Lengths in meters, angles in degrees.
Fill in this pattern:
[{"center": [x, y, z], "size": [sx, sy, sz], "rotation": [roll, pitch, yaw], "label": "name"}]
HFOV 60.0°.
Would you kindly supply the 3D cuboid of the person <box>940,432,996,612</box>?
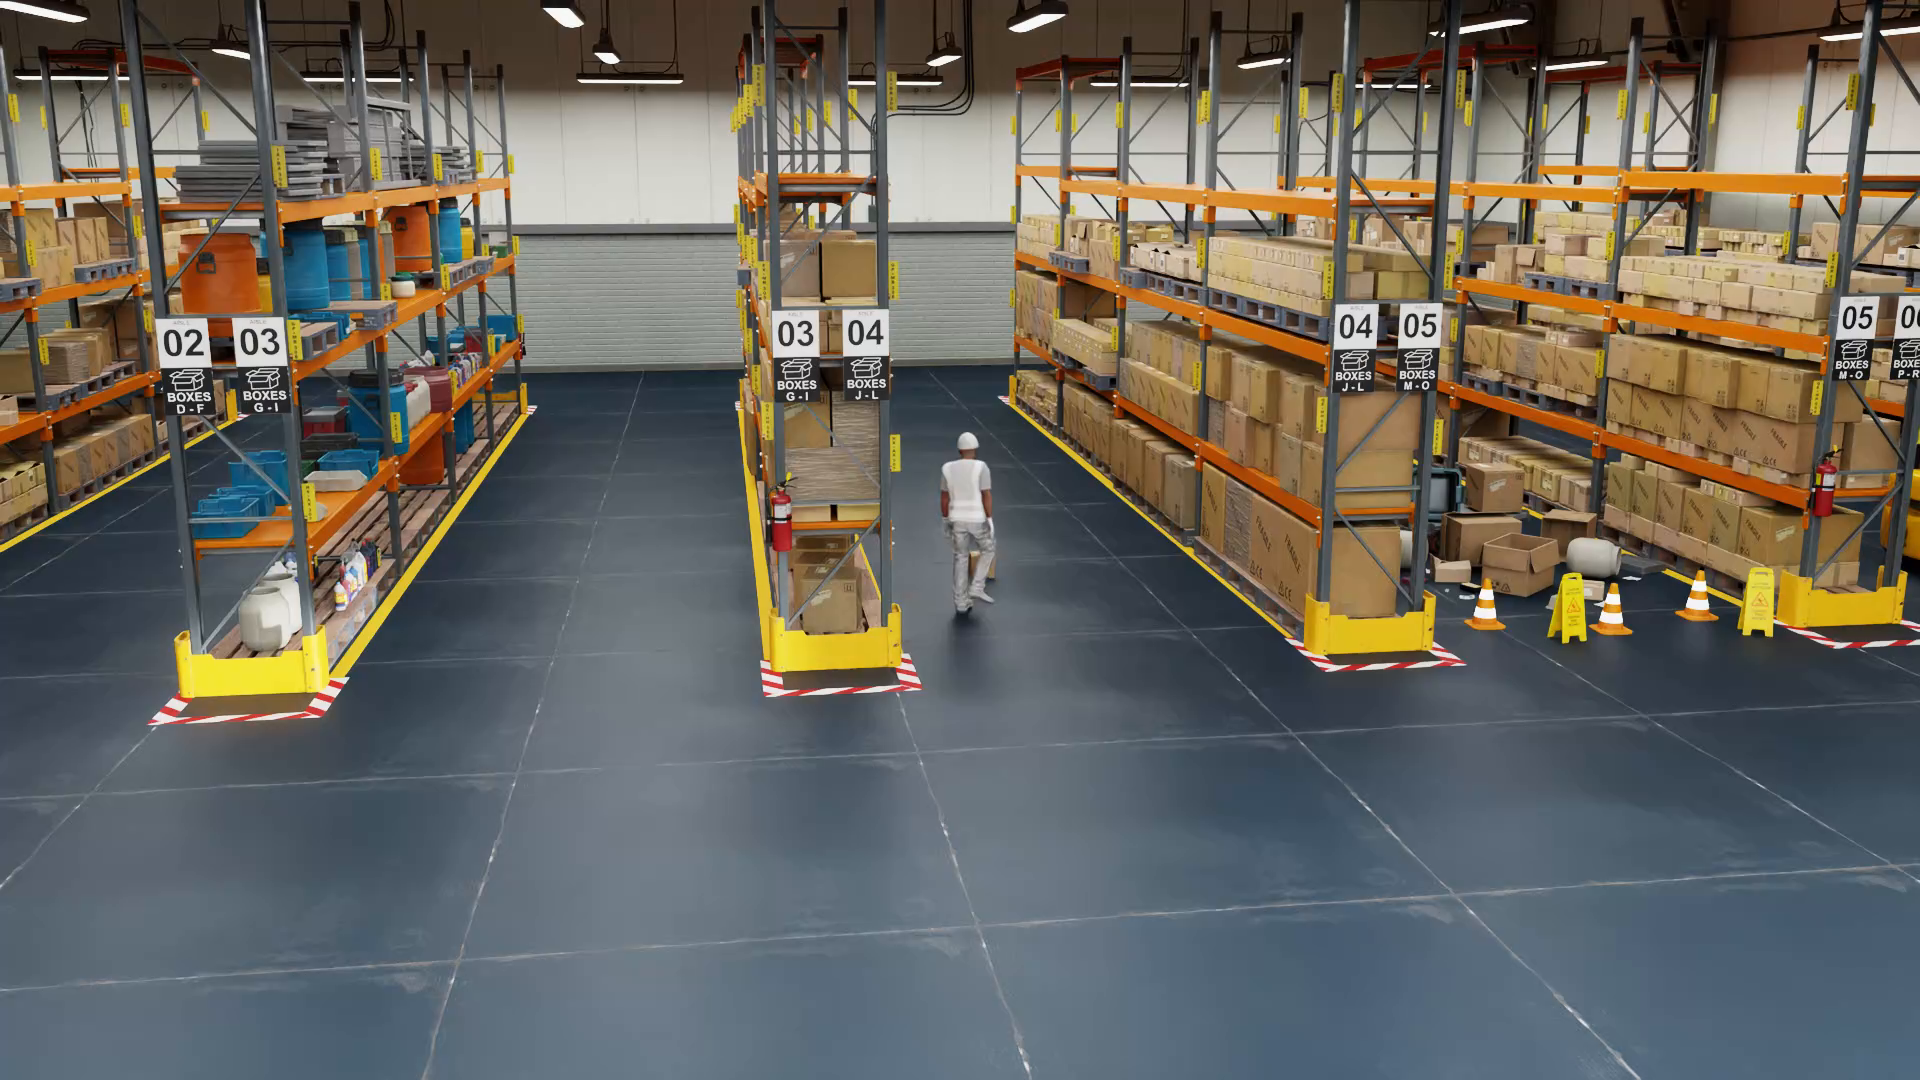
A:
[{"center": [0.087, -0.192, 16.695], "size": [0.597, 1.769, 0.462], "rotation": [4, 14, 18], "label": "person"}]
